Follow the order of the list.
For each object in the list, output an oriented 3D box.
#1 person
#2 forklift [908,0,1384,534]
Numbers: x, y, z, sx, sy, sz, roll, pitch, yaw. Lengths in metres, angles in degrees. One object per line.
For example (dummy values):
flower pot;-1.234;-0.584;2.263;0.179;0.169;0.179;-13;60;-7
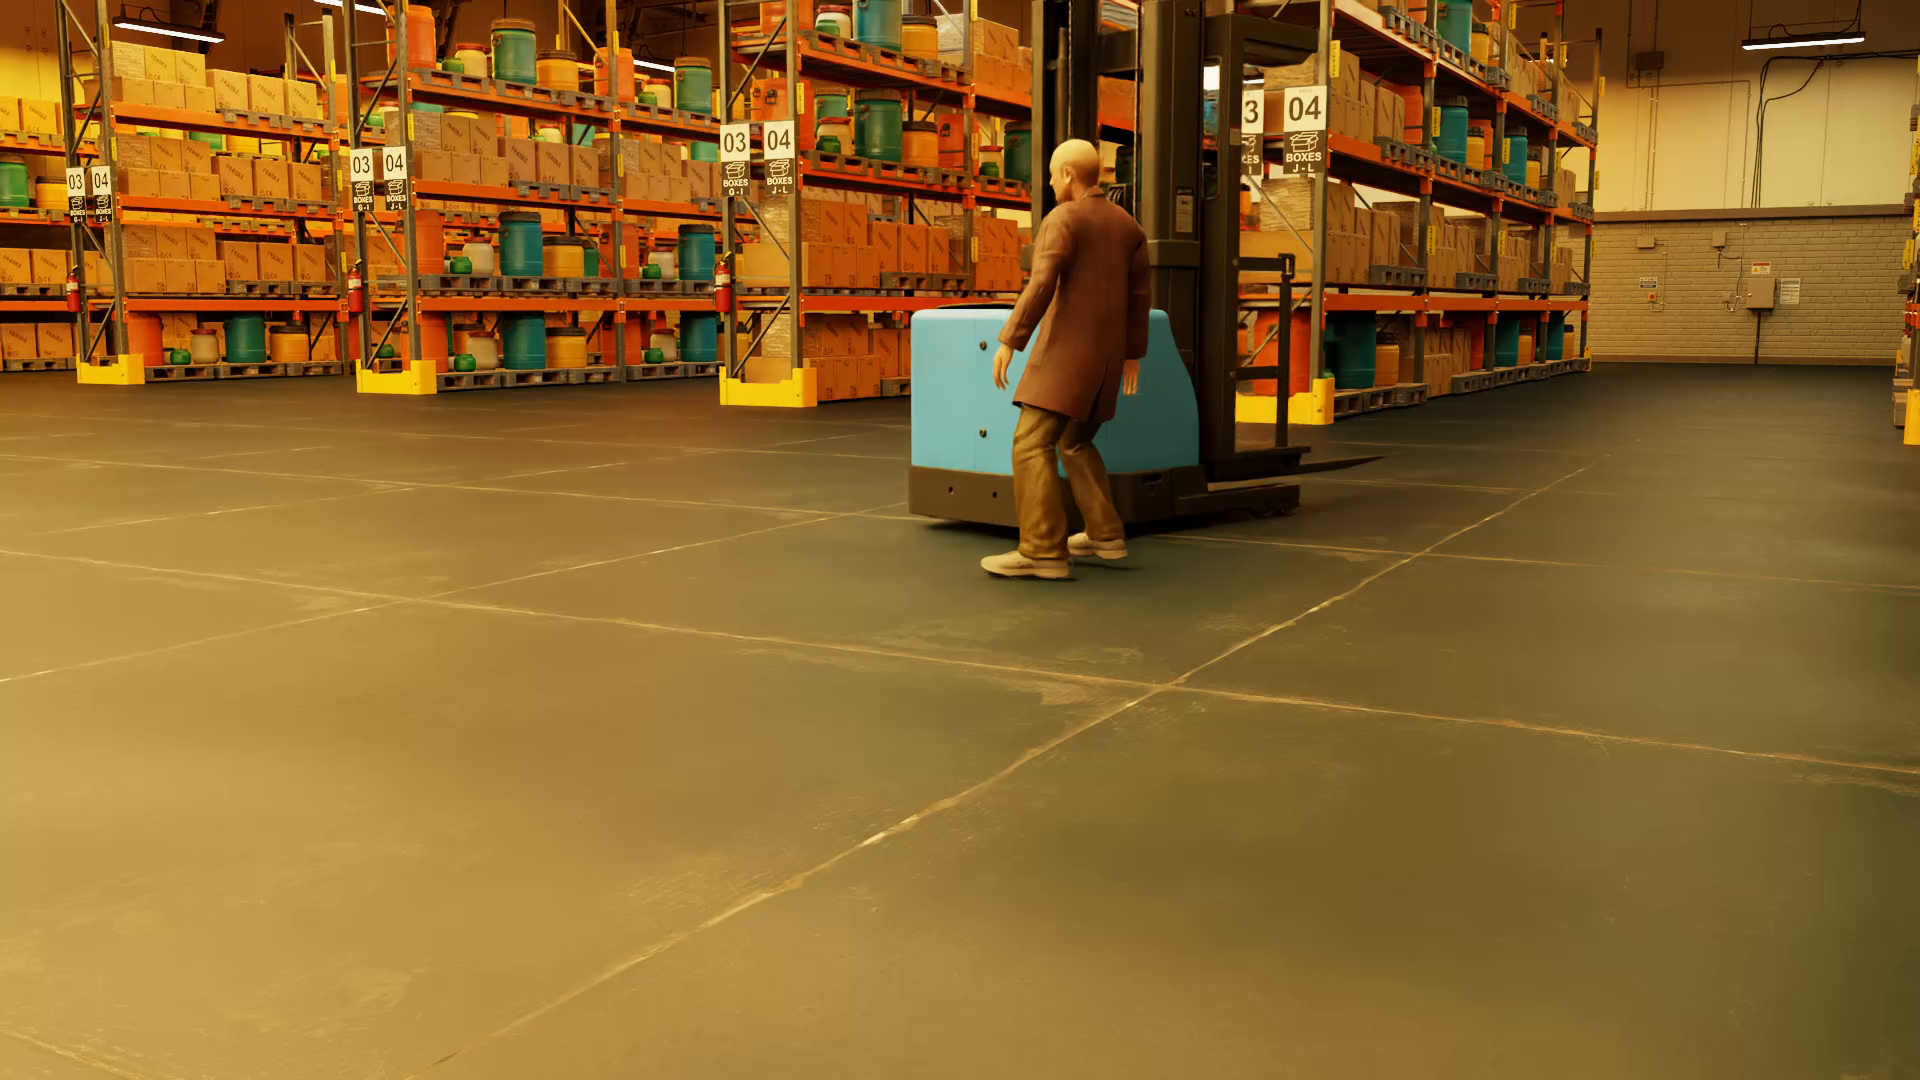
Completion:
person;0.457;-0.750;6.836;0.426;1.750;0.826;7;11;43
forklift;1.157;-1.610;8.755;3.031;2.935;1.130;-7;11;-43
